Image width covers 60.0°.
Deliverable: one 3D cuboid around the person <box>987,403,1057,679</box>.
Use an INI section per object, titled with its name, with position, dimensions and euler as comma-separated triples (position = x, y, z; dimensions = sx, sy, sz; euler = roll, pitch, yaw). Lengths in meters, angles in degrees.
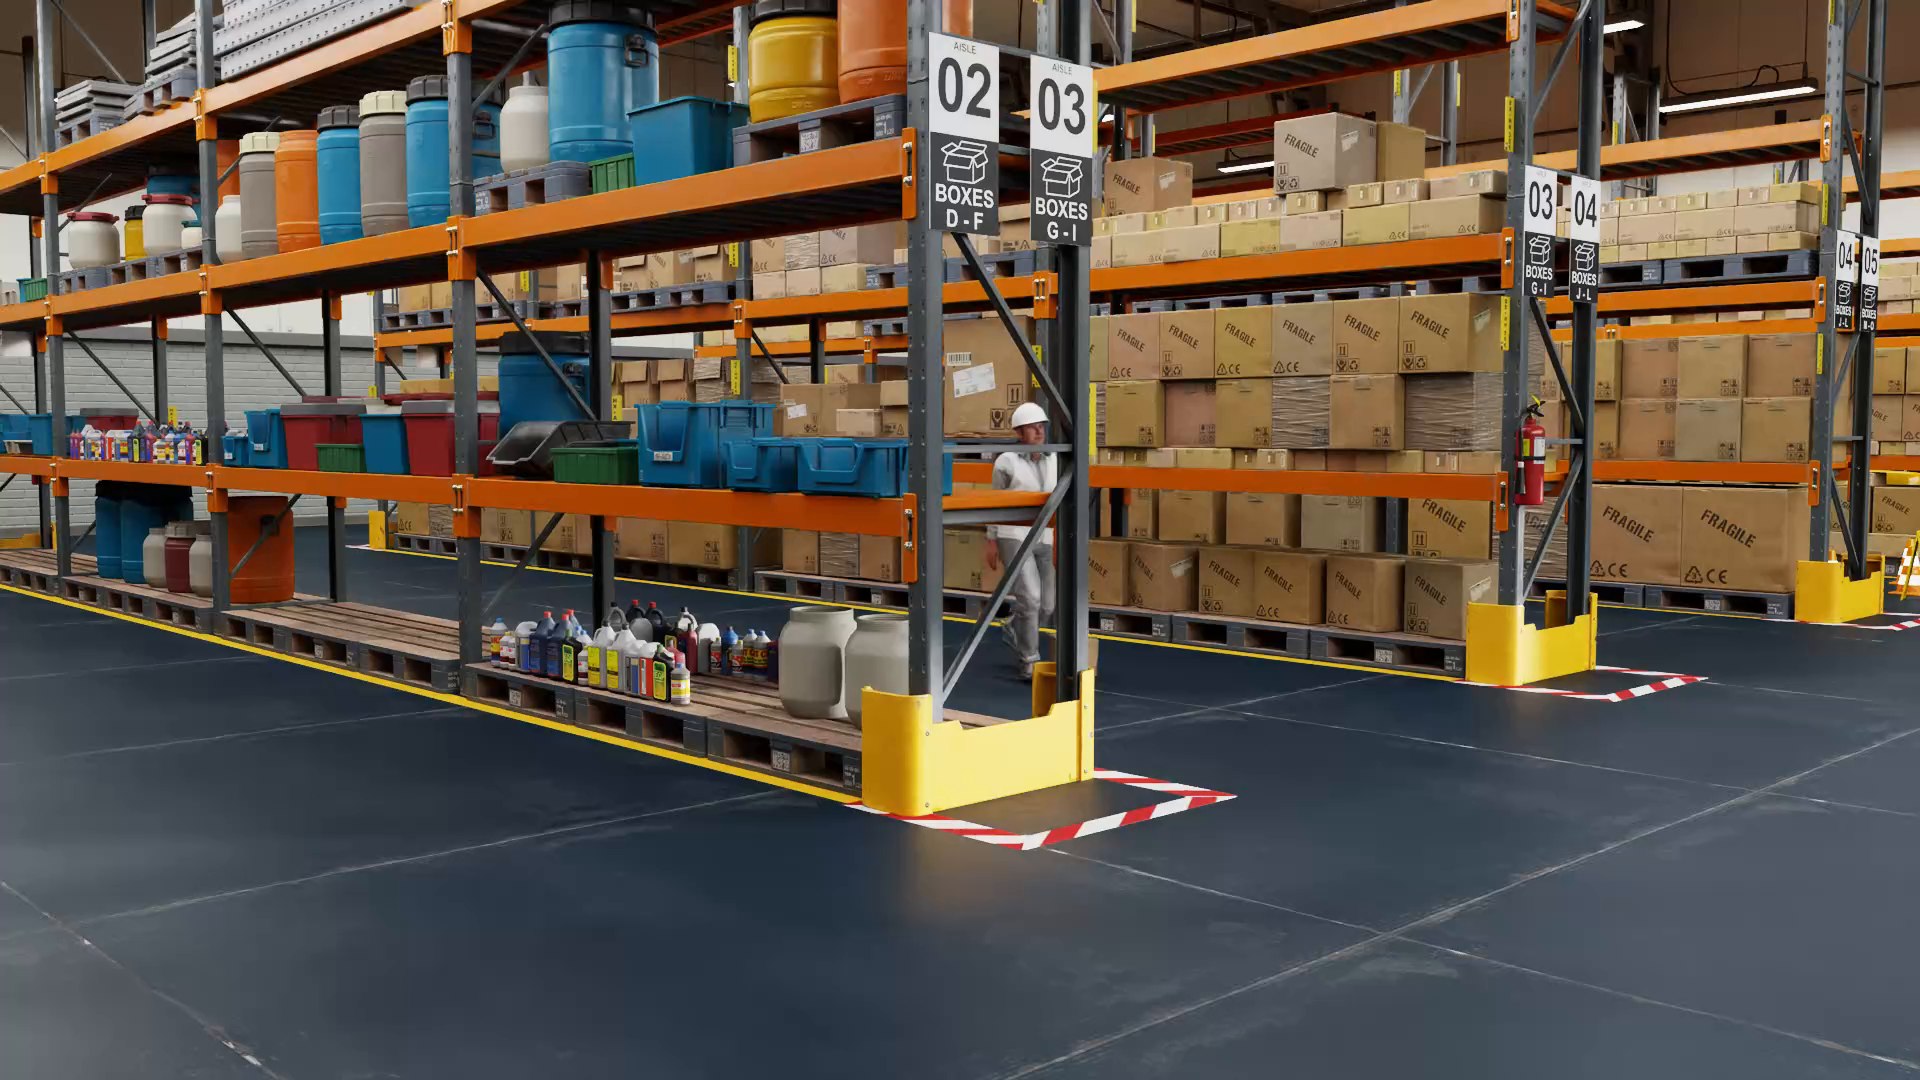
[person]
position = 0.440, -0.007, 10.678
dimensions = 0.543, 1.741, 0.856
euler = -2, 4, -27
